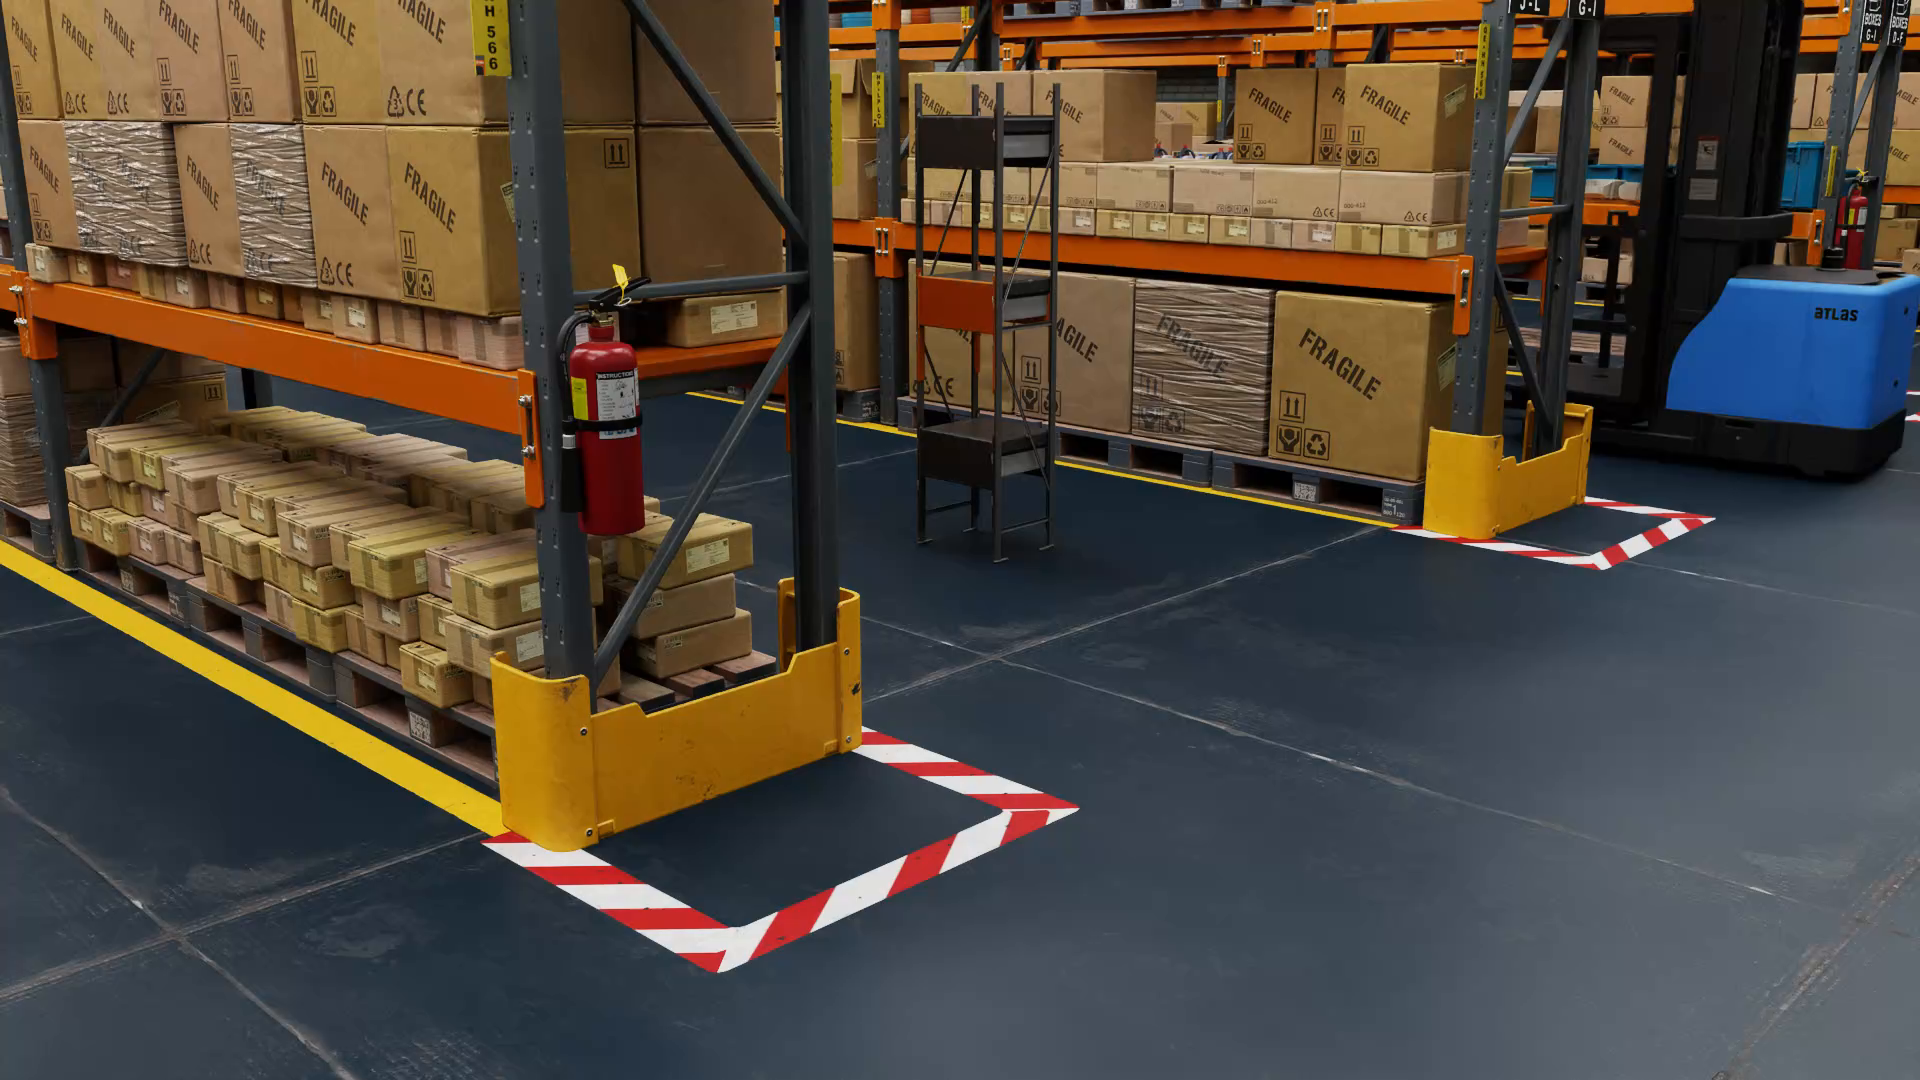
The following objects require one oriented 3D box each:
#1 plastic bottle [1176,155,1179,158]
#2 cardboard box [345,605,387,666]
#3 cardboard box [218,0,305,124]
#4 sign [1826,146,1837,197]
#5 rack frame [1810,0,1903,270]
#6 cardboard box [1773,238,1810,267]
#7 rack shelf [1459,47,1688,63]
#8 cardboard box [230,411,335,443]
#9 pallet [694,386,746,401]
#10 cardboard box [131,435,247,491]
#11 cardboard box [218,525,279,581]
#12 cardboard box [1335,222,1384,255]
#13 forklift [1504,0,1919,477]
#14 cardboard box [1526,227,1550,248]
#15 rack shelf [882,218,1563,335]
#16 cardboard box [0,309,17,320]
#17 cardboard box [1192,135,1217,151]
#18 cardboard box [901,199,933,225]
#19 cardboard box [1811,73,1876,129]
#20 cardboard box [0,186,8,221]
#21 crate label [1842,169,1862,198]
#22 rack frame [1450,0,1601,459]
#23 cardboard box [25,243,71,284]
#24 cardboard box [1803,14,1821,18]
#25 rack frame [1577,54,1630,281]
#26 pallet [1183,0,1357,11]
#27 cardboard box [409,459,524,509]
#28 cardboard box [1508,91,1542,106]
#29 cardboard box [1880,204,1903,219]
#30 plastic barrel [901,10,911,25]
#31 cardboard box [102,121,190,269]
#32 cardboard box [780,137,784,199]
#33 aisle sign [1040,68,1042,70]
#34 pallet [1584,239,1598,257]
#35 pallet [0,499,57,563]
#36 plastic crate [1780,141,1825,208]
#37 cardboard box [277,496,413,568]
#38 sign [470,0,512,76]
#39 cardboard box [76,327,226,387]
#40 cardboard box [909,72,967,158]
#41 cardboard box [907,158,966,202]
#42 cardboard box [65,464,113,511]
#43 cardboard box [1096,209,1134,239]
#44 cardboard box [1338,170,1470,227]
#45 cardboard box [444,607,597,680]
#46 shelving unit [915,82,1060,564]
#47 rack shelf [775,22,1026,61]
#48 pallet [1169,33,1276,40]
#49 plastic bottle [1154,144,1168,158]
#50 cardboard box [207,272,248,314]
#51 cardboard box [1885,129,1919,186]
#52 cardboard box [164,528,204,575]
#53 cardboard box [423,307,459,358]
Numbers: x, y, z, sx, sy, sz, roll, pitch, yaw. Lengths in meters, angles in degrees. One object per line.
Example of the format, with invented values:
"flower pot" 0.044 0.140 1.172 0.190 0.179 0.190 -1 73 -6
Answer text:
"plastic bottle" 1.983 -3.374 15.186 0.097 0.271 0.097 0 15 0
"cardboard box" -1.862 0.291 5.687 0.250 0.149 0.380 14 20 43
"cardboard box" -2.013 -1.591 5.317 0.500 0.500 0.500 -13 20 -41
"sign" 5.817 -2.460 11.099 0.005 0.325 0.100 14 20 42
"rack frame" 6.188 -2.483 11.513 0.127 3.000 1.000 14 20 42
"cardboard box" 8.105 -2.759 16.649 0.637 0.503 0.797 14 20 42
"rack shelf" 8.745 -6.435 22.157 4.000 0.370 1.077 14 20 42
"cardboard box" -2.997 -0.461 7.392 0.250 0.149 0.380 14 20 43
"pallet" -1.620 -1.270 12.387 1.213 0.211 1.003 14 20 42
"cardboard box" -3.168 -0.321 6.856 0.250 0.149 0.380 13 20 41
"cardboard box" -2.490 0.020 6.138 0.250 0.149 0.380 14 20 43
"cardboard box" 2.076 -1.510 8.278 0.250 0.149 0.380 14 20 43
"forklift" 4.061 -2.050 9.986 3.031 2.935 1.130 12 19 39
"cardboard box" 6.195 -3.119 18.040 0.500 0.500 0.500 14 20 42
"rack shelf" 1.310 -1.586 9.497 4.000 0.370 1.077 14 20 42
"cardboard box" -5.108 -1.025 8.554 0.500 0.250 0.500 13 19 40
"cardboard box" 3.874 -6.347 26.598 0.500 0.250 0.500 14 20 42
"cardboard box" -0.148 -2.051 10.351 0.250 0.149 0.380 14 20 42
"cardboard box" 8.376 -4.120 15.614 0.500 0.500 0.500 -14 20 -43
"cardboard box" -4.069 -1.517 7.470 0.250 0.149 0.380 13 20 41
"crate label" 6.238 -2.534 11.922 0.303 0.233 0.416 14 20 42
"rack frame" 2.750 -1.584 8.063 0.127 3.000 1.000 14 20 42
"cardboard box" -3.669 -1.171 6.976 0.380 0.149 0.250 -14 20 -42
"cardboard box" 8.005 -5.068 15.781 0.500 0.250 0.500 14 20 42
"rack frame" 6.749 -4.082 17.648 0.127 3.000 1.000 14 20 42
"pallet" 2.676 -4.663 14.304 1.003 0.211 1.213 14 20 42
"cardboard box" -1.868 -0.193 6.366 0.250 0.149 0.380 14 20 43
"cardboard box" 7.840 -6.026 22.796 0.500 0.250 0.500 13 20 41
"cardboard box" 11.147 -3.955 20.001 0.250 0.149 0.380 13 19 41
"plastic barrel" -0.649 -5.448 17.218 0.301 0.262 0.301 0 15 0
"cardboard box" -2.765 -1.282 6.113 0.500 0.500 0.500 13 20 41
"cardboard box" -1.007 -2.453 11.198 0.500 0.500 0.500 -14 20 -42
"aisle sign" 1.286 -8.298 28.673 0.004 0.787 0.394 14 20 42
"pallet" 8.694 -3.967 22.738 1.213 0.211 1.003 14 20 42
"pallet" -4.207 -0.188 8.236 1.213 0.211 1.003 14 20 42
"plastic crate" 5.817 -2.554 11.596 0.499 0.435 0.616 14 20 42
"cardboard box" -2.113 -0.030 5.740 0.380 0.149 0.250 -14 20 -42
"sign" -1.165 -1.318 4.117 0.005 0.325 0.100 14 20 42
"cardboard box" -3.994 -0.935 8.211 0.500 0.250 0.500 13 19 40
"cardboard box" 0.037 -2.588 10.137 0.500 0.500 0.500 14 20 42
"cardboard box" 0.027 -2.226 10.233 0.500 0.250 0.500 13 20 41
"cardboard box" -3.606 -0.248 7.165 0.380 0.149 0.250 -13 20 -42
"cardboard box" 0.975 -1.778 9.305 0.250 0.149 0.380 13 19 41
"cardboard box" 2.217 -1.692 8.185 0.500 0.250 0.500 13 20 41
"cardboard box" -1.344 0.290 5.101 0.250 0.149 0.380 13 19 41
"shelving unit" 0.119 -0.987 7.556 0.503 2.100 0.431 14 20 42
"rack shelf" -1.011 -5.337 17.943 4.000 0.370 1.077 14 20 42
"pallet" 3.319 -6.244 20.374 1.213 0.211 1.003 -13 20 -42
"plastic bottle" 1.924 -3.631 16.015 0.185 0.351 0.144 14 20 42
"cardboard box" -2.462 -0.911 5.978 0.380 0.149 0.250 -14 20 -42
"cardboard box" 8.741 -3.549 15.406 0.500 0.500 0.500 14 20 43
"cardboard box" -2.982 0.013 6.755 0.250 0.149 0.380 13 20 41
"cardboard box" -1.350 -0.636 4.923 0.250 0.149 0.380 14 20 42
